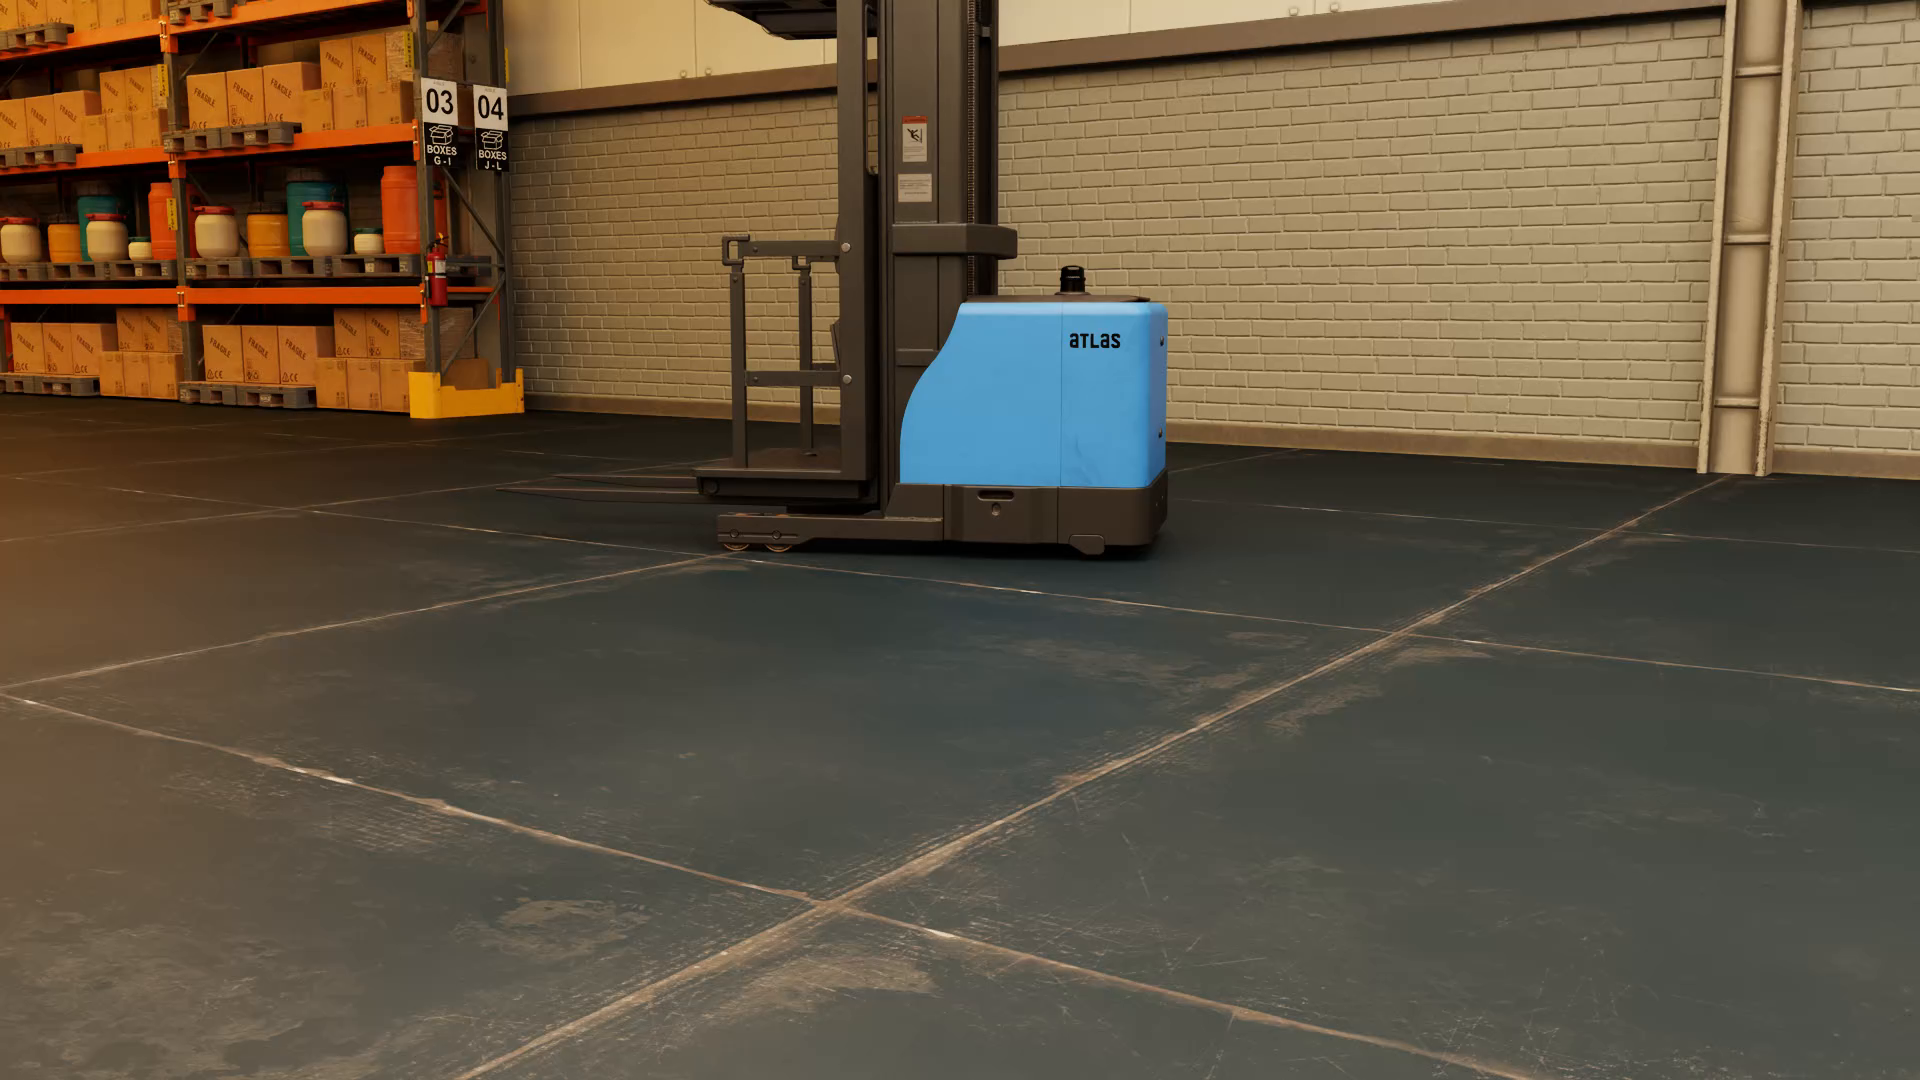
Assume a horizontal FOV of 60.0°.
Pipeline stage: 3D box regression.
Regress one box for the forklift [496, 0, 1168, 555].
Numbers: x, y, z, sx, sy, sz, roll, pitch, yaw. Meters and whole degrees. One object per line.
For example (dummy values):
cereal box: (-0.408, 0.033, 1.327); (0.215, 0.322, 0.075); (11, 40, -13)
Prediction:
forklift: (-0.596, -1.469, 7.520); (3.031, 2.935, 1.130); (2, 8, 12)
